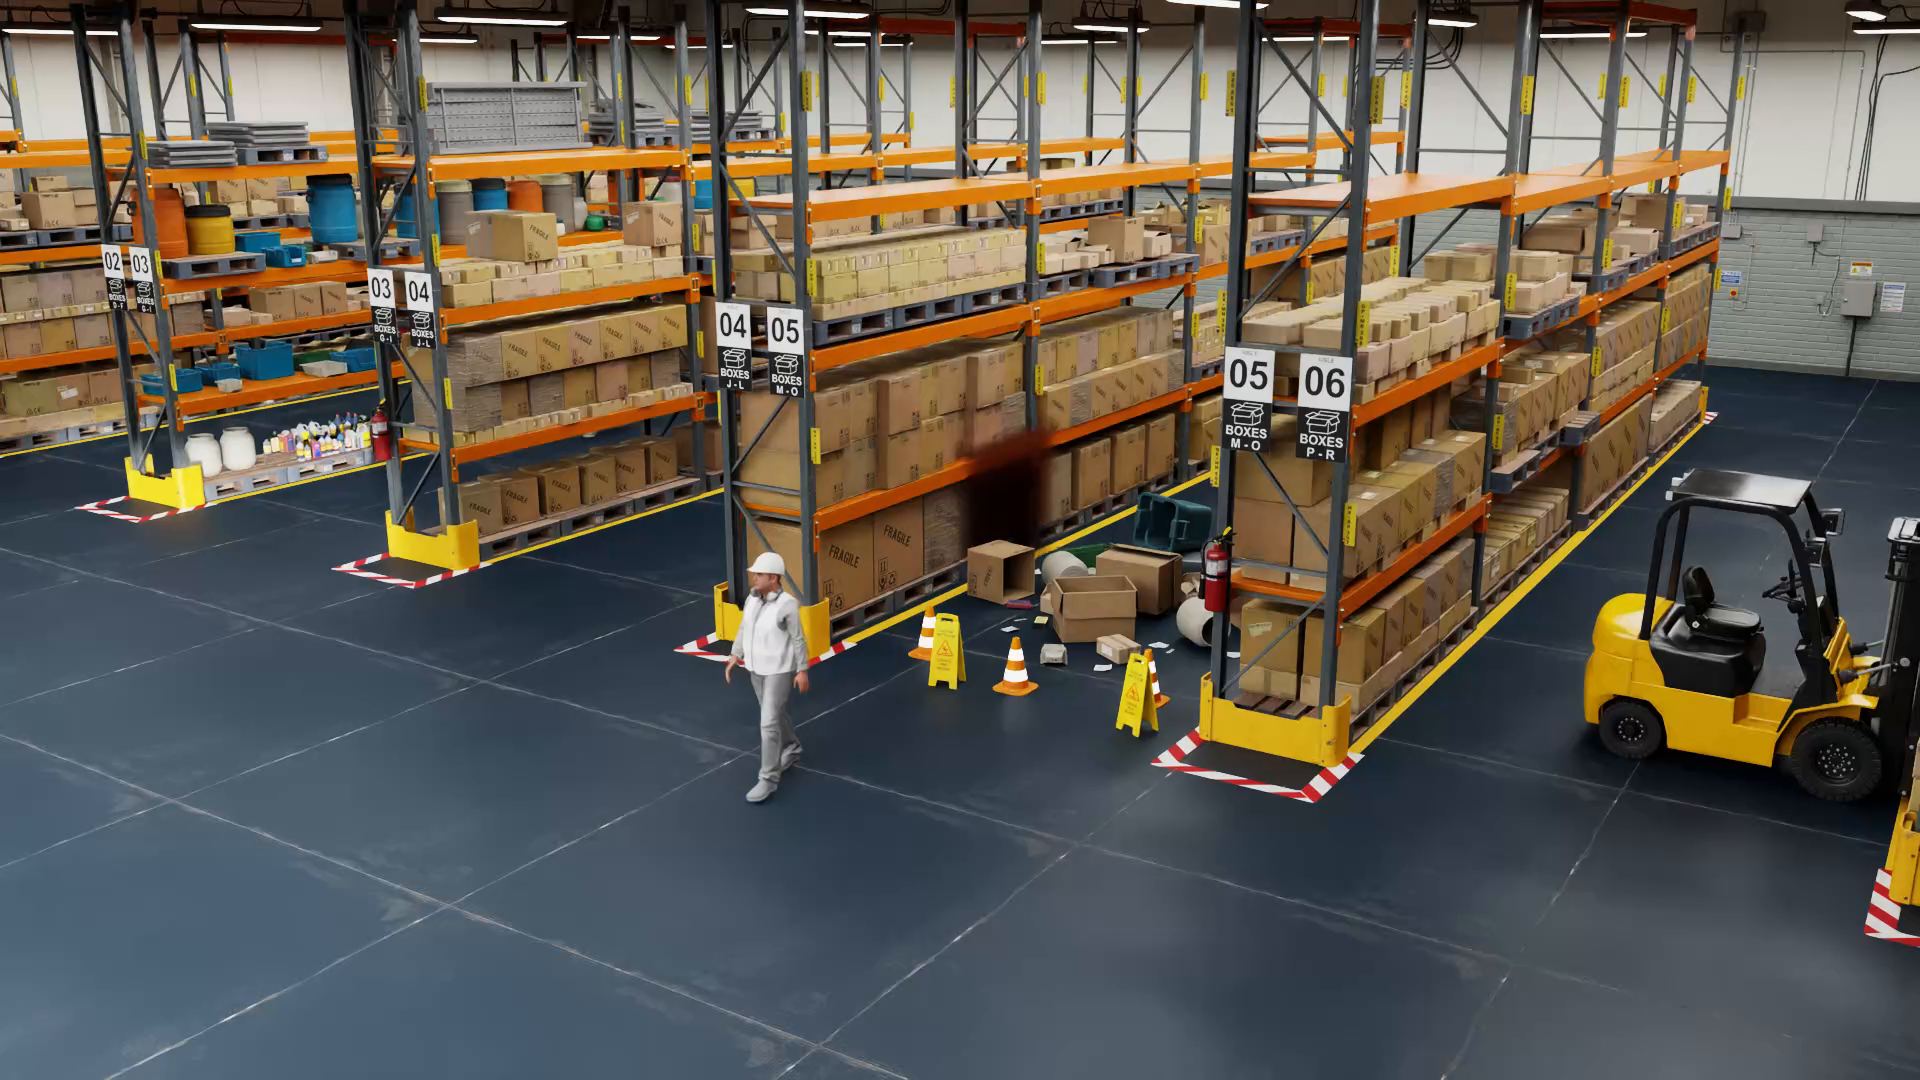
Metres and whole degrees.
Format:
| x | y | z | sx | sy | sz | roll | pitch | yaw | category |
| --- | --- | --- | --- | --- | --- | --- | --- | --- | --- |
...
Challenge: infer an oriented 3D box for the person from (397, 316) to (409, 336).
| x | y | z | sx | sy | sz | roll | pitch | yaw | category |
| --- | --- | --- | --- | --- | --- | --- | --- | --- | --- |
| -10.563 | -4.319 | 31.777 | 0.527 | 1.584 | 0.739 | 14 | 21 | 41 | person |

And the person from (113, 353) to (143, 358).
| x | y | z | sx | sy | sz | roll | pitch | yaw | category |
| --- | --- | --- | --- | --- | --- | --- | --- | --- | --- |
| -14.272 | -3.507 | 28.545 | 0.640 | 1.712 | 1.024 | 5 | 16 | 17 | person |

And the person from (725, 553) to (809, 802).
| x | y | z | sx | sy | sz | roll | pitch | yaw | category |
| --- | --- | --- | --- | --- | --- | --- | --- | --- | --- |
| -1.452 | 0.971 | 12.415 | 0.805 | 1.748 | 0.630 | -14 | 21 | -41 | person |

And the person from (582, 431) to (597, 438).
| x | y | z | sx | sy | sz | roll | pitch | yaw | category |
| --- | --- | --- | --- | --- | --- | --- | --- | --- | --- |
| -5.381 | -2.352 | 24.750 | 0.403 | 1.538 | 0.981 | 9 | 18 | 30 | person |
